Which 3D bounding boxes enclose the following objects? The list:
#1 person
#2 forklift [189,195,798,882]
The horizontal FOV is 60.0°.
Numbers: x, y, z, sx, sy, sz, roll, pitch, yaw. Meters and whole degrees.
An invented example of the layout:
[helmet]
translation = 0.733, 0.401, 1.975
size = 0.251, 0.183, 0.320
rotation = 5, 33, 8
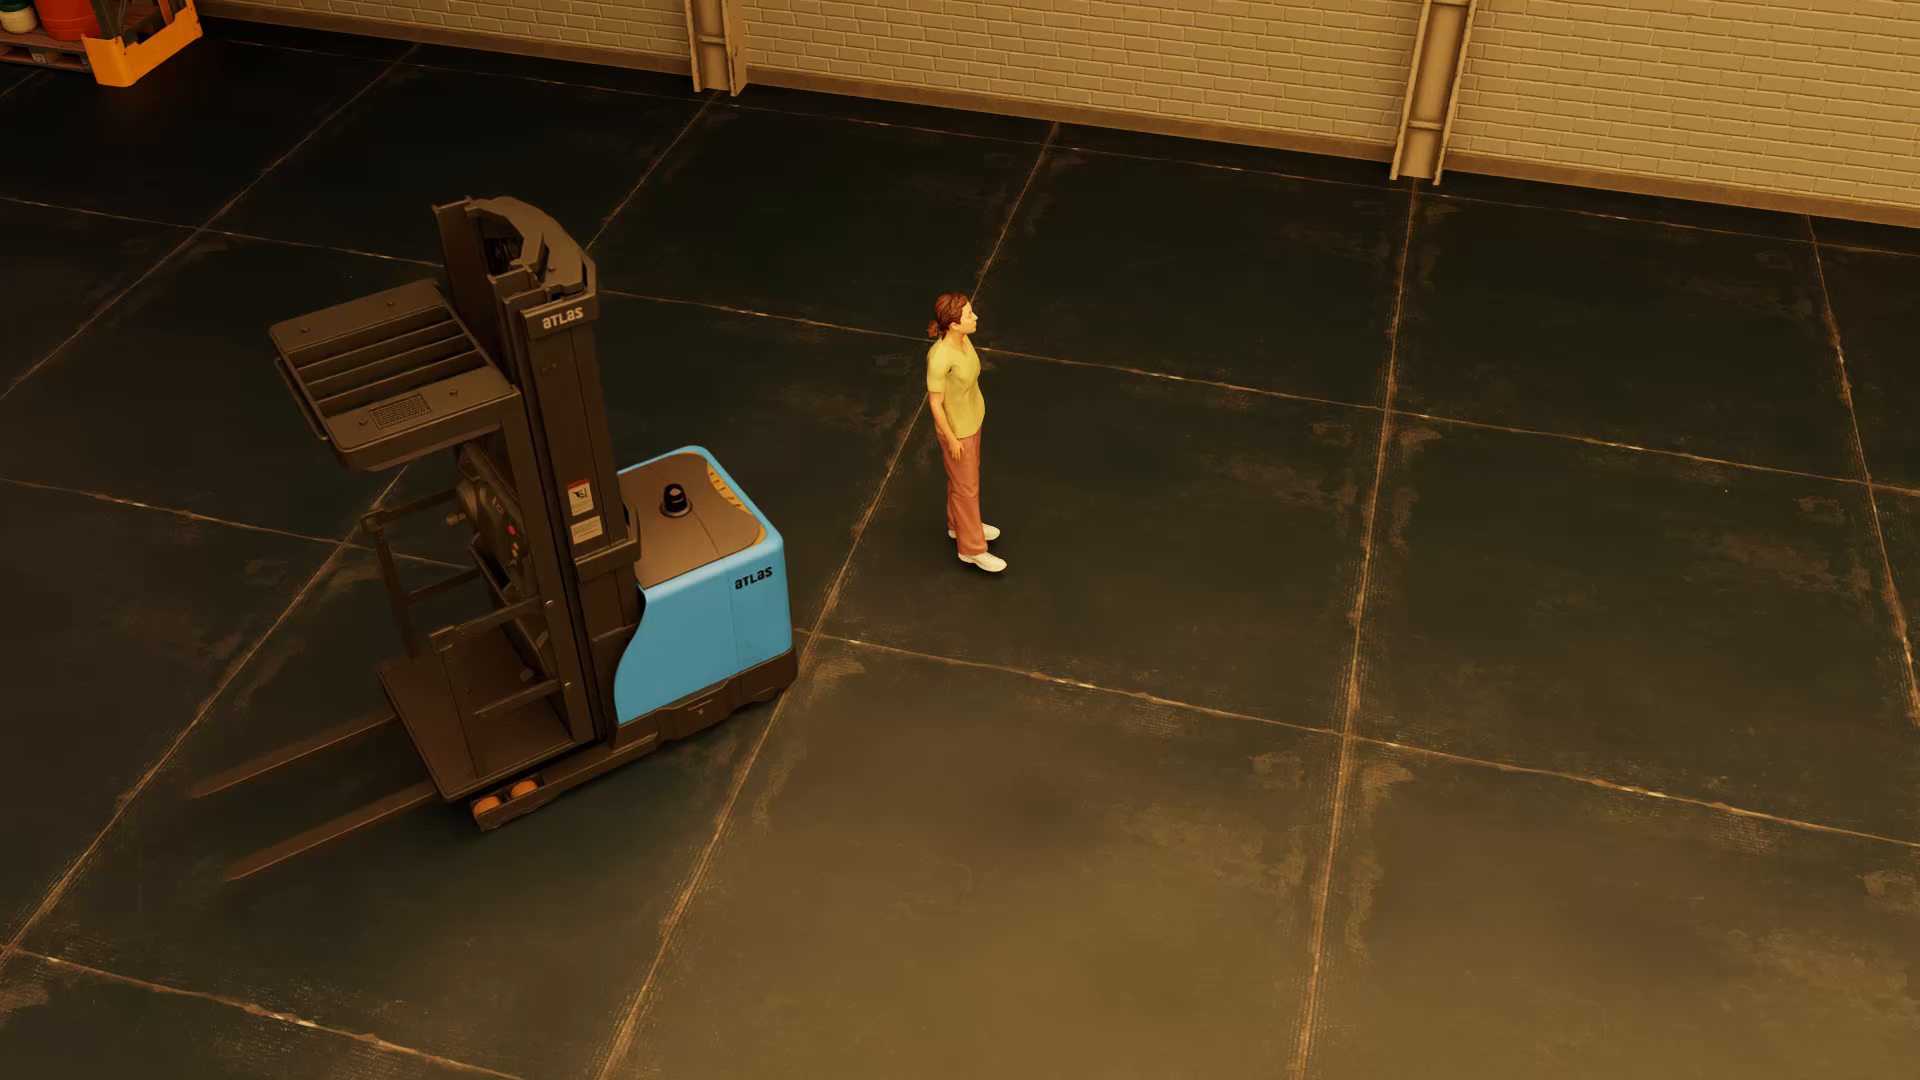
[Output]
[person]
translation = 0.068, -0.646, 9.478
size = 0.548, 1.674, 0.552
rotation = 10, 42, 11
[forklift]
translation = -2.405, -0.040, 7.907
size = 3.031, 2.935, 1.130
rotation = -23, 46, -24
